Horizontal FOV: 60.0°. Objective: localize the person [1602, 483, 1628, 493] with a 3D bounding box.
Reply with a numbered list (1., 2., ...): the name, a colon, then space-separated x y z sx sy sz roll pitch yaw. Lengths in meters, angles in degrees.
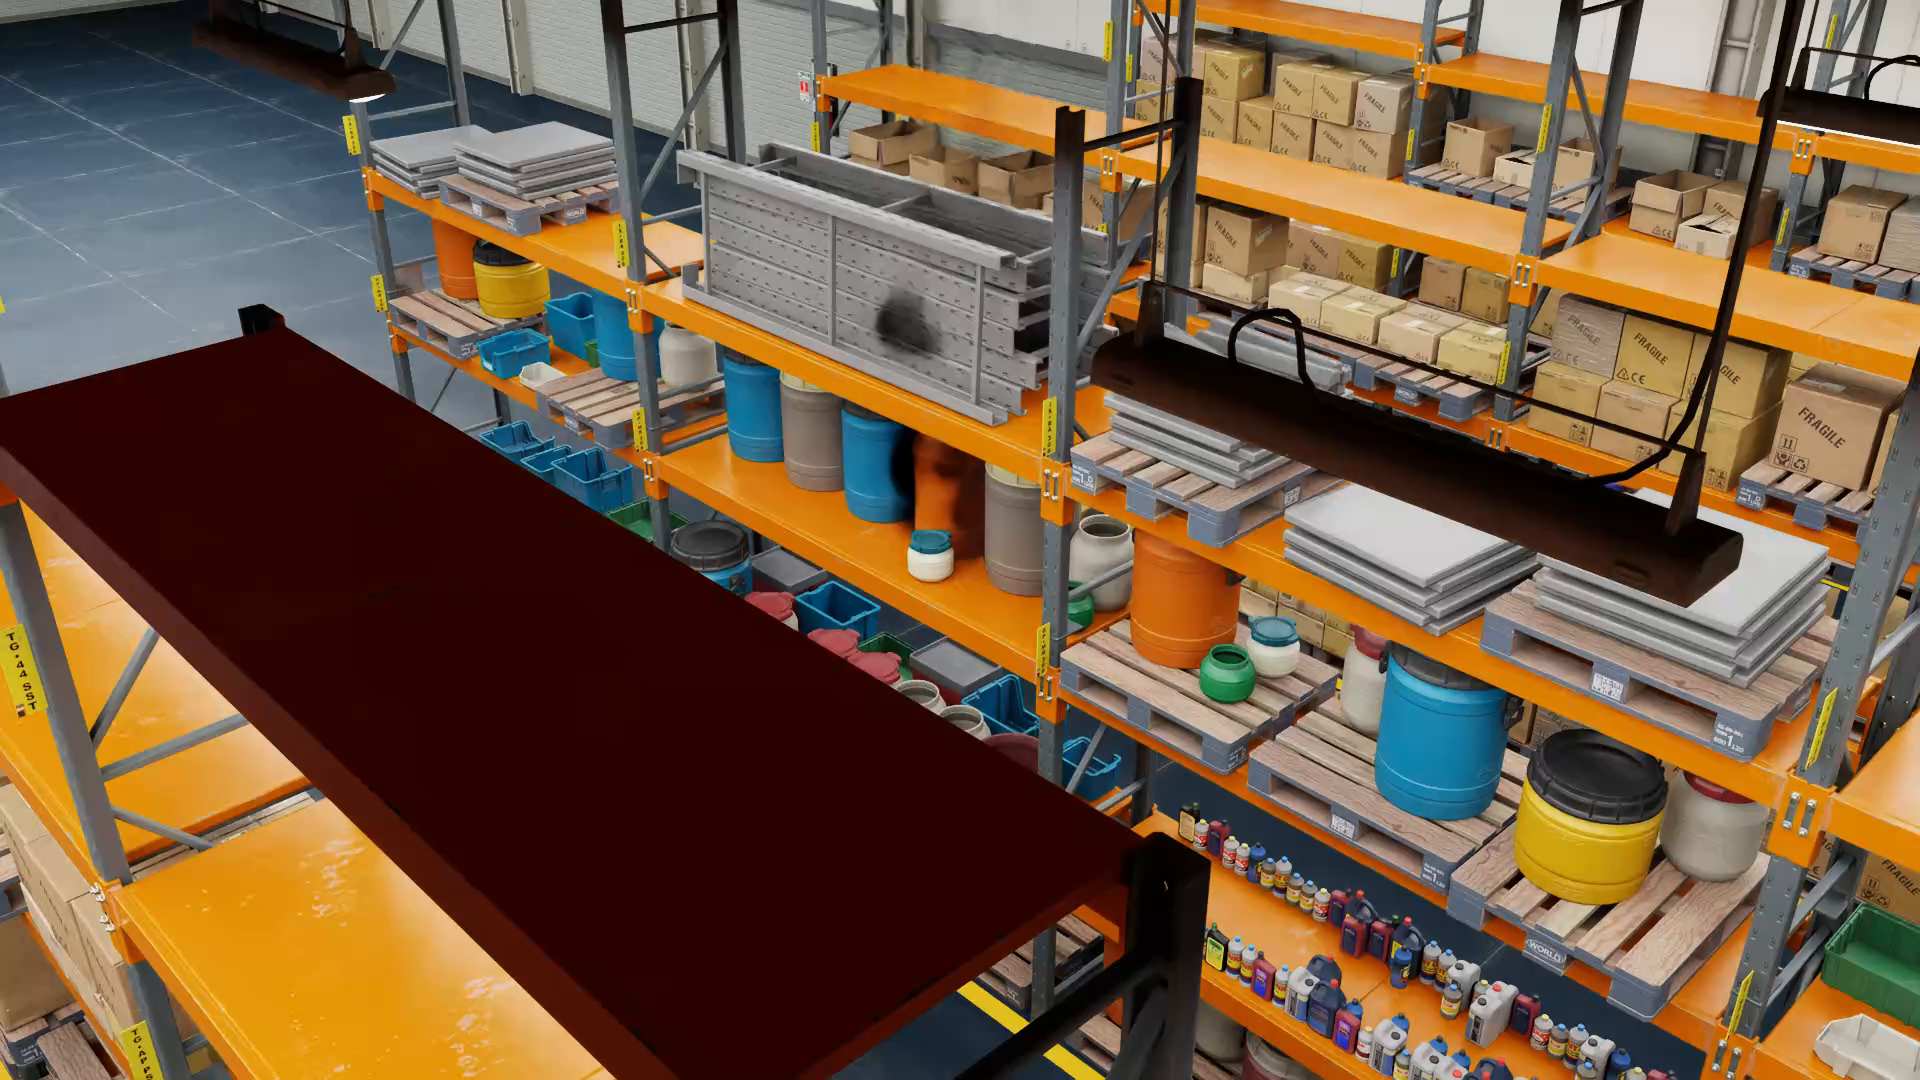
1. person: 5.977 -0.148 15.462 0.578 1.618 0.582 21 34 33
